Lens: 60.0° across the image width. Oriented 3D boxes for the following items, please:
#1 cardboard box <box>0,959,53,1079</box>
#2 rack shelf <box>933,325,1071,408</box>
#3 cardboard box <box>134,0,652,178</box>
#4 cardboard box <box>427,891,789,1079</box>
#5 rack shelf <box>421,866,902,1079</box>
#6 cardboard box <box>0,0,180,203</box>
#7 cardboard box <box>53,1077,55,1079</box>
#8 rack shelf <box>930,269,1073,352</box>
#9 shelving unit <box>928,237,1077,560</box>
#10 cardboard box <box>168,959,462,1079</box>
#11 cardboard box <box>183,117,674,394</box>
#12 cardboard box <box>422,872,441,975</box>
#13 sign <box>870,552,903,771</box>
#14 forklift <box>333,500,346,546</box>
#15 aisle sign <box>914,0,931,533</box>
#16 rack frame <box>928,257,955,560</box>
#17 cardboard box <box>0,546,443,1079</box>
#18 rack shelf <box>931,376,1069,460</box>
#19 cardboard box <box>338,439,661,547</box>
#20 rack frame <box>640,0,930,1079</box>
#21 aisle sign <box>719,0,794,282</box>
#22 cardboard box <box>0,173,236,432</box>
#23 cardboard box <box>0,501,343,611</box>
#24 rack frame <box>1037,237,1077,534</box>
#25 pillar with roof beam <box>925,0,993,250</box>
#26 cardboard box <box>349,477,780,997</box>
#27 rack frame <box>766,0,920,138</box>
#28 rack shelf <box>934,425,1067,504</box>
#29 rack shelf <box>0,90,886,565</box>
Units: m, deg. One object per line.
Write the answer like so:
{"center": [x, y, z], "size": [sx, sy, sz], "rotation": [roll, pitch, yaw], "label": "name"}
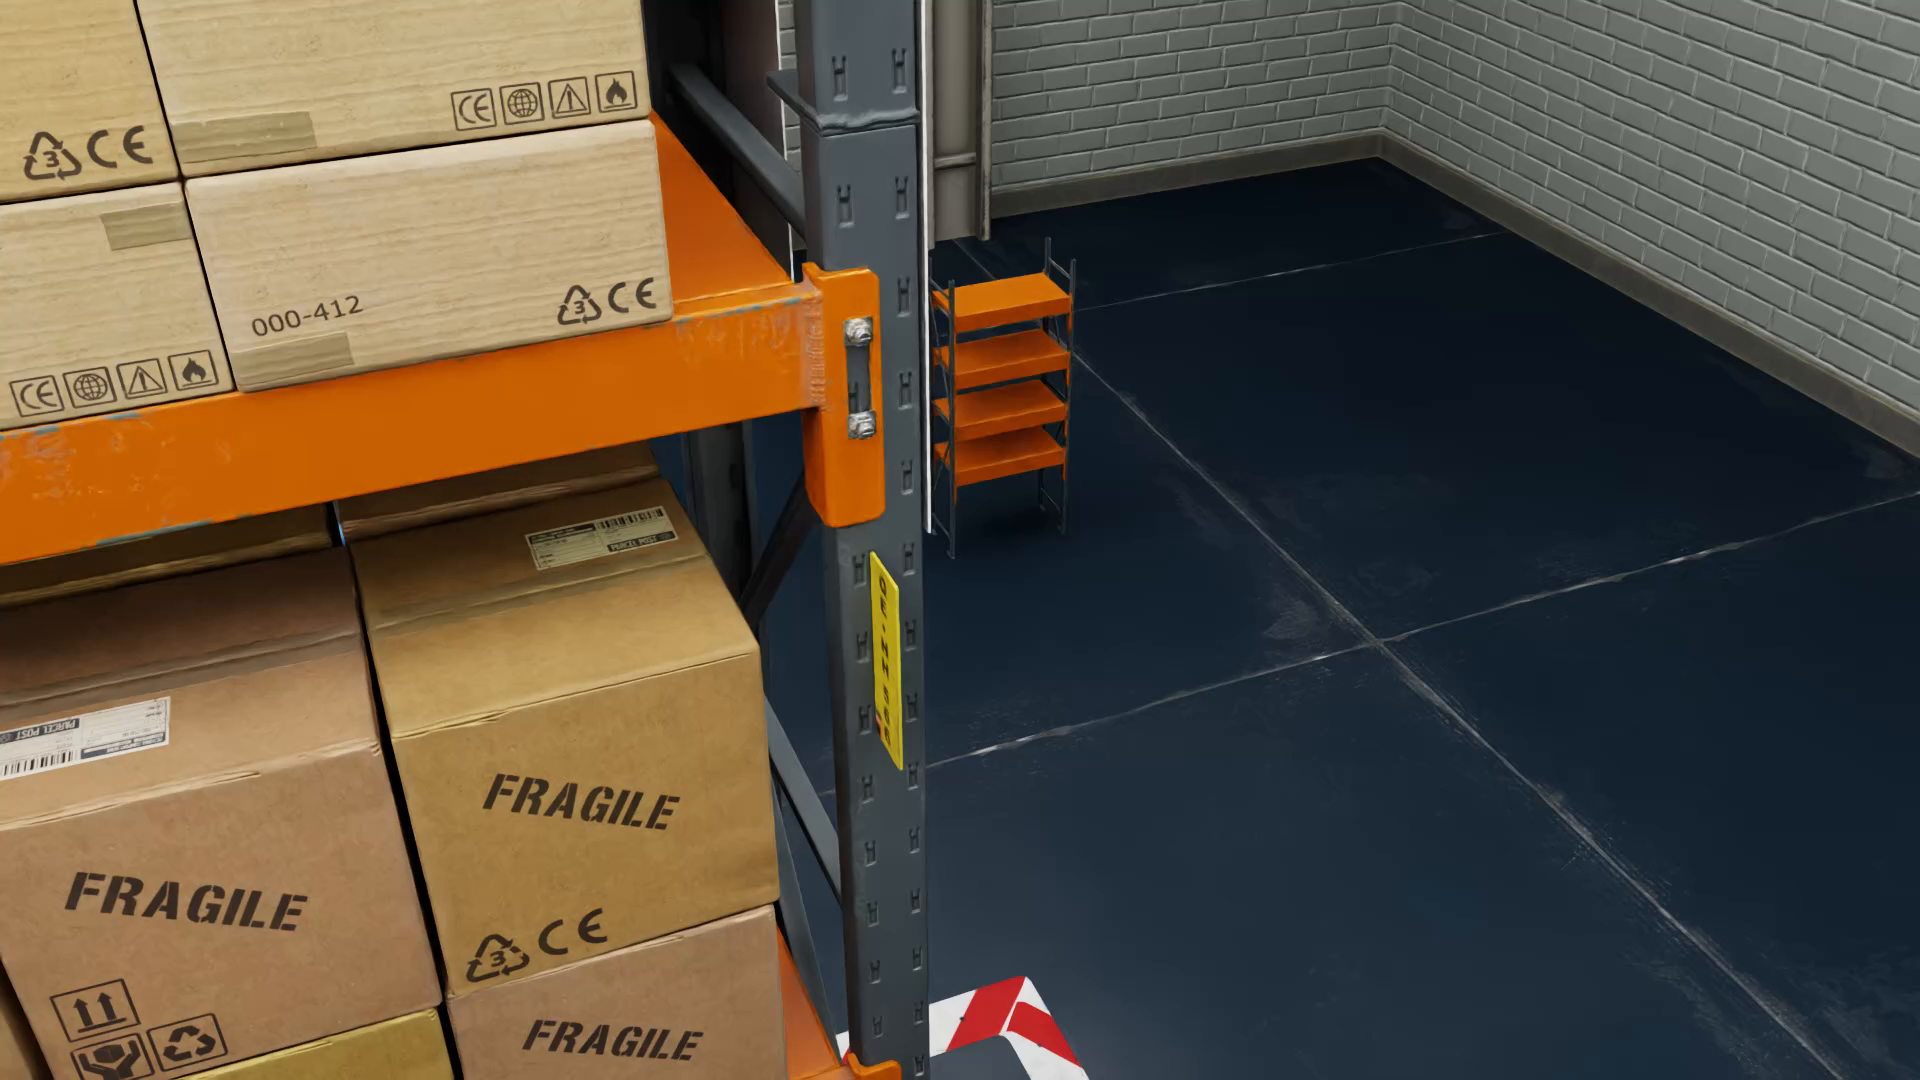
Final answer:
{"center": [-1.547, 0.501, 2.221], "size": [0.500, 0.500, 0.500], "rotation": [-12, 35, -18], "label": "cardboard box"}
{"center": [0.153, -0.669, 6.391], "size": [0.480, 0.148, 0.258], "rotation": [-13, 35, -19], "label": "rack shelf"}
{"center": [-0.676, -0.656, 1.937], "size": [0.500, 0.250, 0.500], "rotation": [-13, 35, -19], "label": "cardboard box"}
{"center": [-0.608, 0.701, 2.831], "size": [0.500, 0.500, 0.500], "rotation": [-12, 35, -17], "label": "cardboard box"}
{"center": [-2.145, 1.235, 2.761], "size": [4.000, 0.370, 1.077], "rotation": [-13, 35, -19], "label": "rack shelf"}
{"center": [-1.137, -0.550, 1.774], "size": [0.500, 0.250, 0.500], "rotation": [-13, 35, -19], "label": "cardboard box"}
{"center": [-1.548, 0.914, 2.502], "size": [0.500, 0.500, 0.500], "rotation": [-13, 35, -19], "label": "cardboard box"}
{"center": [0.153, -0.867, 6.262], "size": [0.480, 0.148, 0.258], "rotation": [-13, 35, -19], "label": "rack shelf"}
{"center": [0.153, -0.538, 6.476], "size": [0.503, 1.200, 0.258], "rotation": [-13, 35, -19], "label": "shelving unit"}
{"center": [-1.085, 0.812, 2.660], "size": [0.500, 0.500, 0.500], "rotation": [-13, 35, -19], "label": "cardboard box"}
{"center": [-0.673, -0.442, 2.067], "size": [0.500, 0.250, 0.500], "rotation": [-13, 35, -19], "label": "cardboard box"}
{"center": [-1.286, 0.542, 3.075], "size": [0.500, 0.500, 0.500], "rotation": [-13, 35, -19], "label": "cardboard box"}
{"center": [-0.105, 0.177, 2.377], "size": [0.005, 0.325, 0.100], "rotation": [-13, 35, -19], "label": "sign"}
{"center": [-3.150, -0.244, 4.437], "size": [3.031, 2.935, 1.130], "rotation": [-17, 37, -25], "label": "forklift"}
{"center": [-0.119, -0.439, 2.291], "size": [0.004, 0.787, 0.394], "rotation": [-13, 35, -19], "label": "aisle sign"}
{"center": [-0.072, -0.486, 6.397], "size": [0.015, 1.200, 0.240], "rotation": [-13, 35, -19], "label": "rack frame"}
{"center": [-1.070, 0.389, 2.393], "size": [0.500, 0.500, 0.500], "rotation": [-12, 35, -18], "label": "cardboard box"}
{"center": [0.153, -0.481, 6.513], "size": [0.480, 0.148, 0.258], "rotation": [-13, 35, -19], "label": "rack shelf"}
{"center": [-0.812, 0.011, 2.974], "size": [0.500, 0.500, 0.500], "rotation": [-12, 35, -17], "label": "cardboard box"}
{"center": [-0.301, 0.511, 3.214], "size": [0.127, 3.000, 1.000], "rotation": [-13, 35, -19], "label": "rack frame"}
{"center": [-0.352, -0.741, 2.754], "size": [0.004, 0.787, 0.394], "rotation": [-13, 35, -19], "label": "aisle sign"}
{"center": [-1.138, -0.342, 1.913], "size": [0.500, 0.250, 0.500], "rotation": [-13, 35, -19], "label": "cardboard box"}
{"center": [-1.291, 0.125, 2.798], "size": [0.500, 0.500, 0.500], "rotation": [-13, 35, -18], "label": "cardboard box"}
{"center": [0.378, -0.589, 6.556], "size": [0.015, 1.200, 0.240], "rotation": [-13, 35, -19], "label": "rack frame"}
{"center": [1.599, -3.334, 3.623], "size": [0.400, 9.000, 9.100], "rotation": [-13, 35, -19], "label": "pillar with roof beam"}
{"center": [-0.605, 0.282, 2.557], "size": [0.500, 0.500, 0.500], "rotation": [-13, 35, -19], "label": "cardboard box"}
{"center": [-0.301, -2.004, 1.578], "size": [0.127, 3.000, 1.000], "rotation": [-13, 35, -19], "label": "rack frame"}
{"center": [0.153, -0.315, 6.621], "size": [0.480, 0.148, 0.258], "rotation": [-13, 35, -19], "label": "rack shelf"}
{"center": [-2.145, -0.022, 1.943], "size": [4.000, 0.370, 1.077], "rotation": [-13, 35, -19], "label": "rack shelf"}
